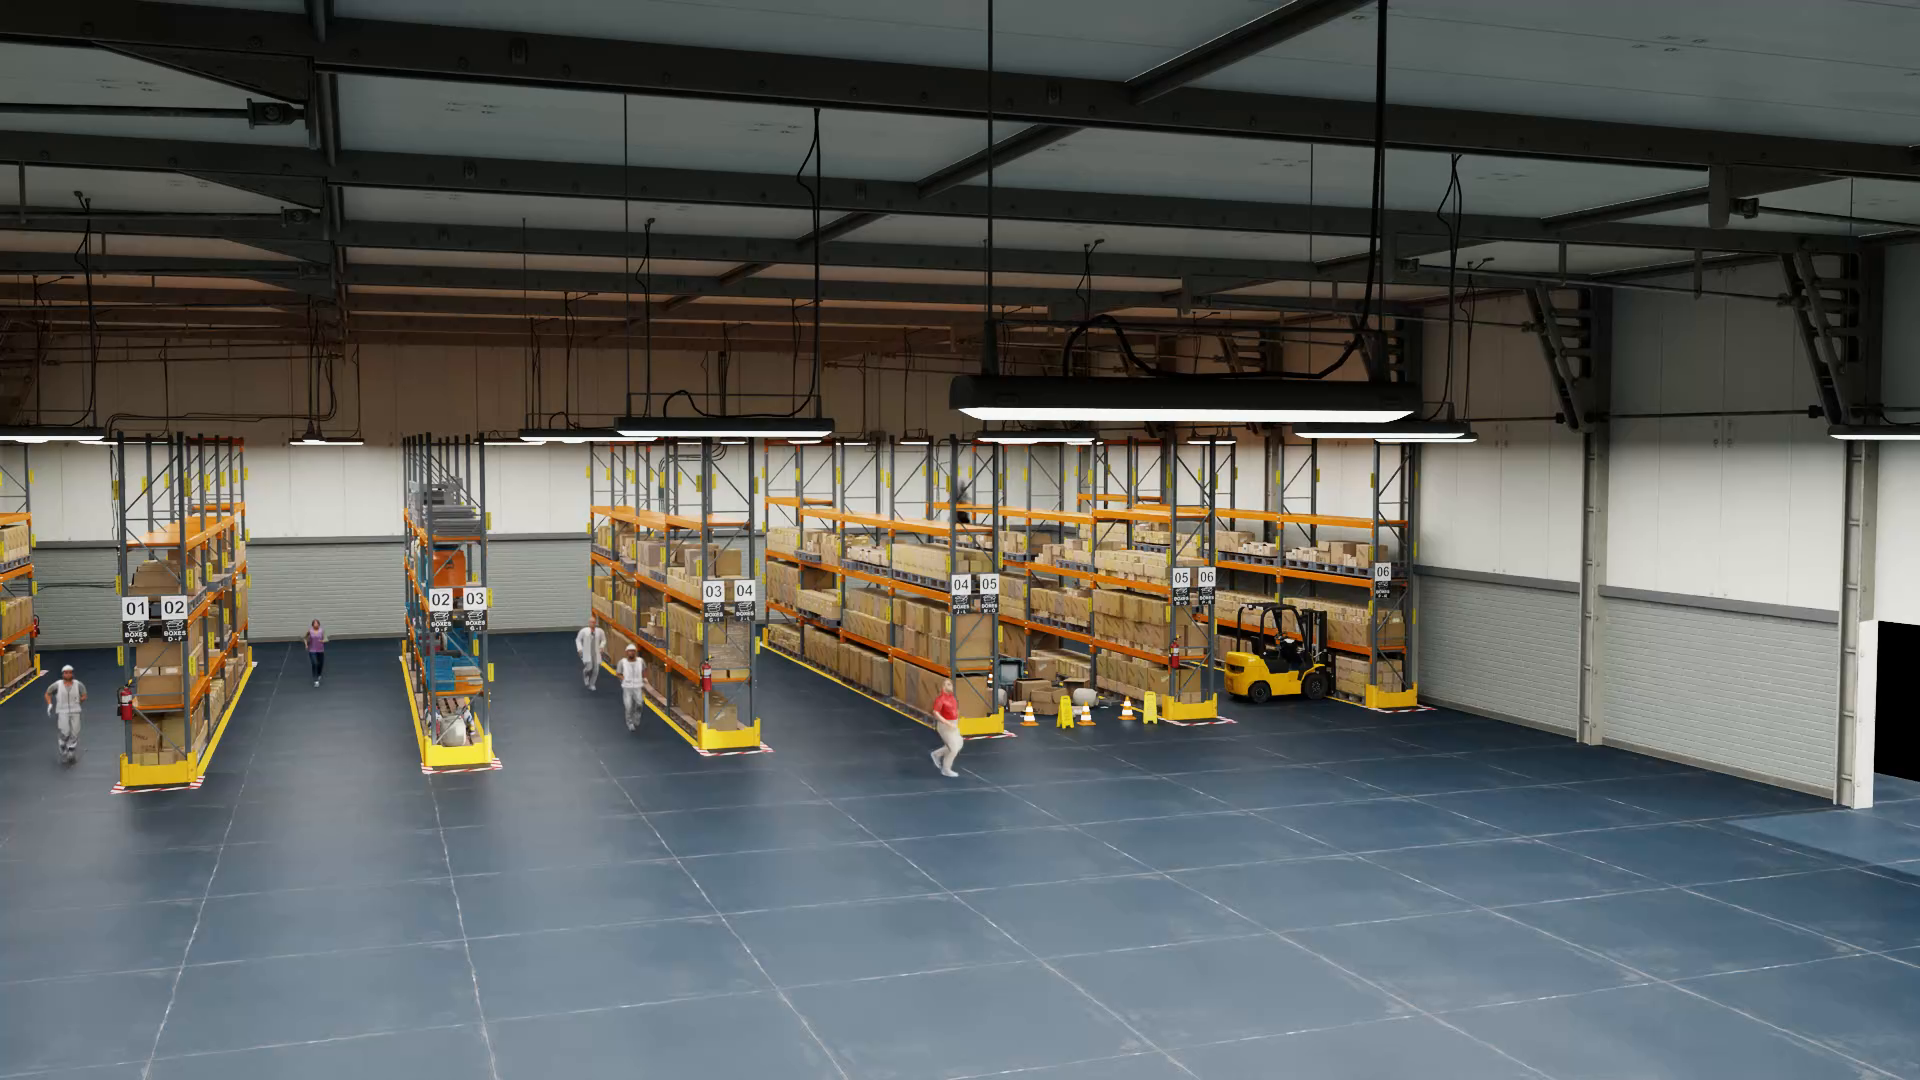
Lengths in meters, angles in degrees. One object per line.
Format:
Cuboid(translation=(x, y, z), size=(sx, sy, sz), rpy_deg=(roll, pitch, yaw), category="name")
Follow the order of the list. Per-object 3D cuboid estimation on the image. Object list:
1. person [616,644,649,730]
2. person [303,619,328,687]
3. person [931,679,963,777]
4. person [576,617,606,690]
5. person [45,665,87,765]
Cuboid(translation=(-6.605, 2.982, 33.591), size=(0.673, 1.739, 0.602), rpy_deg=(-1, 3, -19), category="person")
Cuboid(translation=(-15.494, 2.741, 39.972), size=(0.481, 1.486, 0.892), rpy_deg=(-2, 4, -29), category="person")
Cuboid(translation=(-0.264, 3.277, 29.104), size=(0.569, 1.689, 0.660), rpy_deg=(1, 3, 22), category="person")
Cuboid(translation=(-8.688, 2.687, 39.254), size=(0.696, 1.726, 0.671), rpy_deg=(-1, 3, -23), category="person")
Cuboid(translation=(-16.127, 3.159, 30.077), size=(0.641, 1.785, 0.701), rpy_deg=(-3, 4, -40), category="person")
